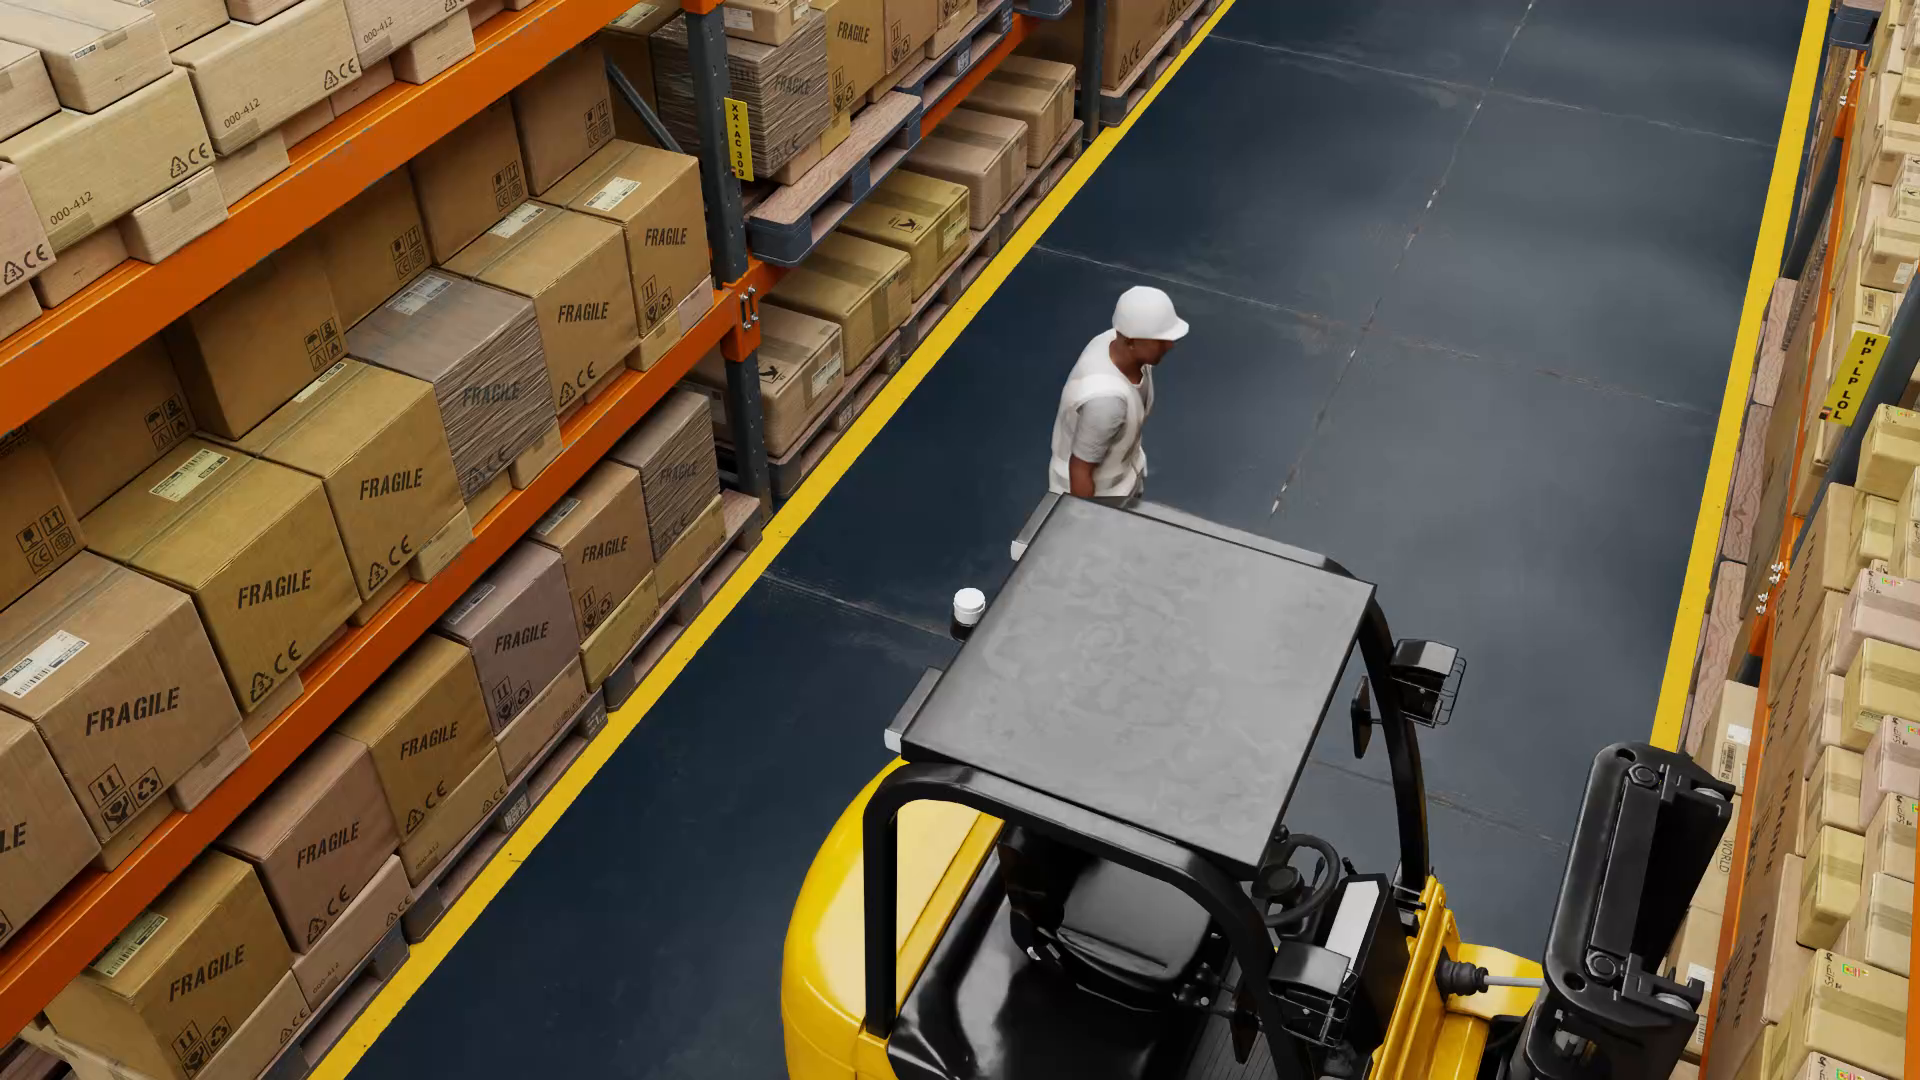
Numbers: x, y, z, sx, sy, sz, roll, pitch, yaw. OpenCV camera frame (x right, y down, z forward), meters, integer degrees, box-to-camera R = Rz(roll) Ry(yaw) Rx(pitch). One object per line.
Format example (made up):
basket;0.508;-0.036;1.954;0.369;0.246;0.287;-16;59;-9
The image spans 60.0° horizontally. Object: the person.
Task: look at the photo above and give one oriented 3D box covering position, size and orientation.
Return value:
person;0.579;-0.203;6.381;0.449;1.771;0.620;15;44;16
